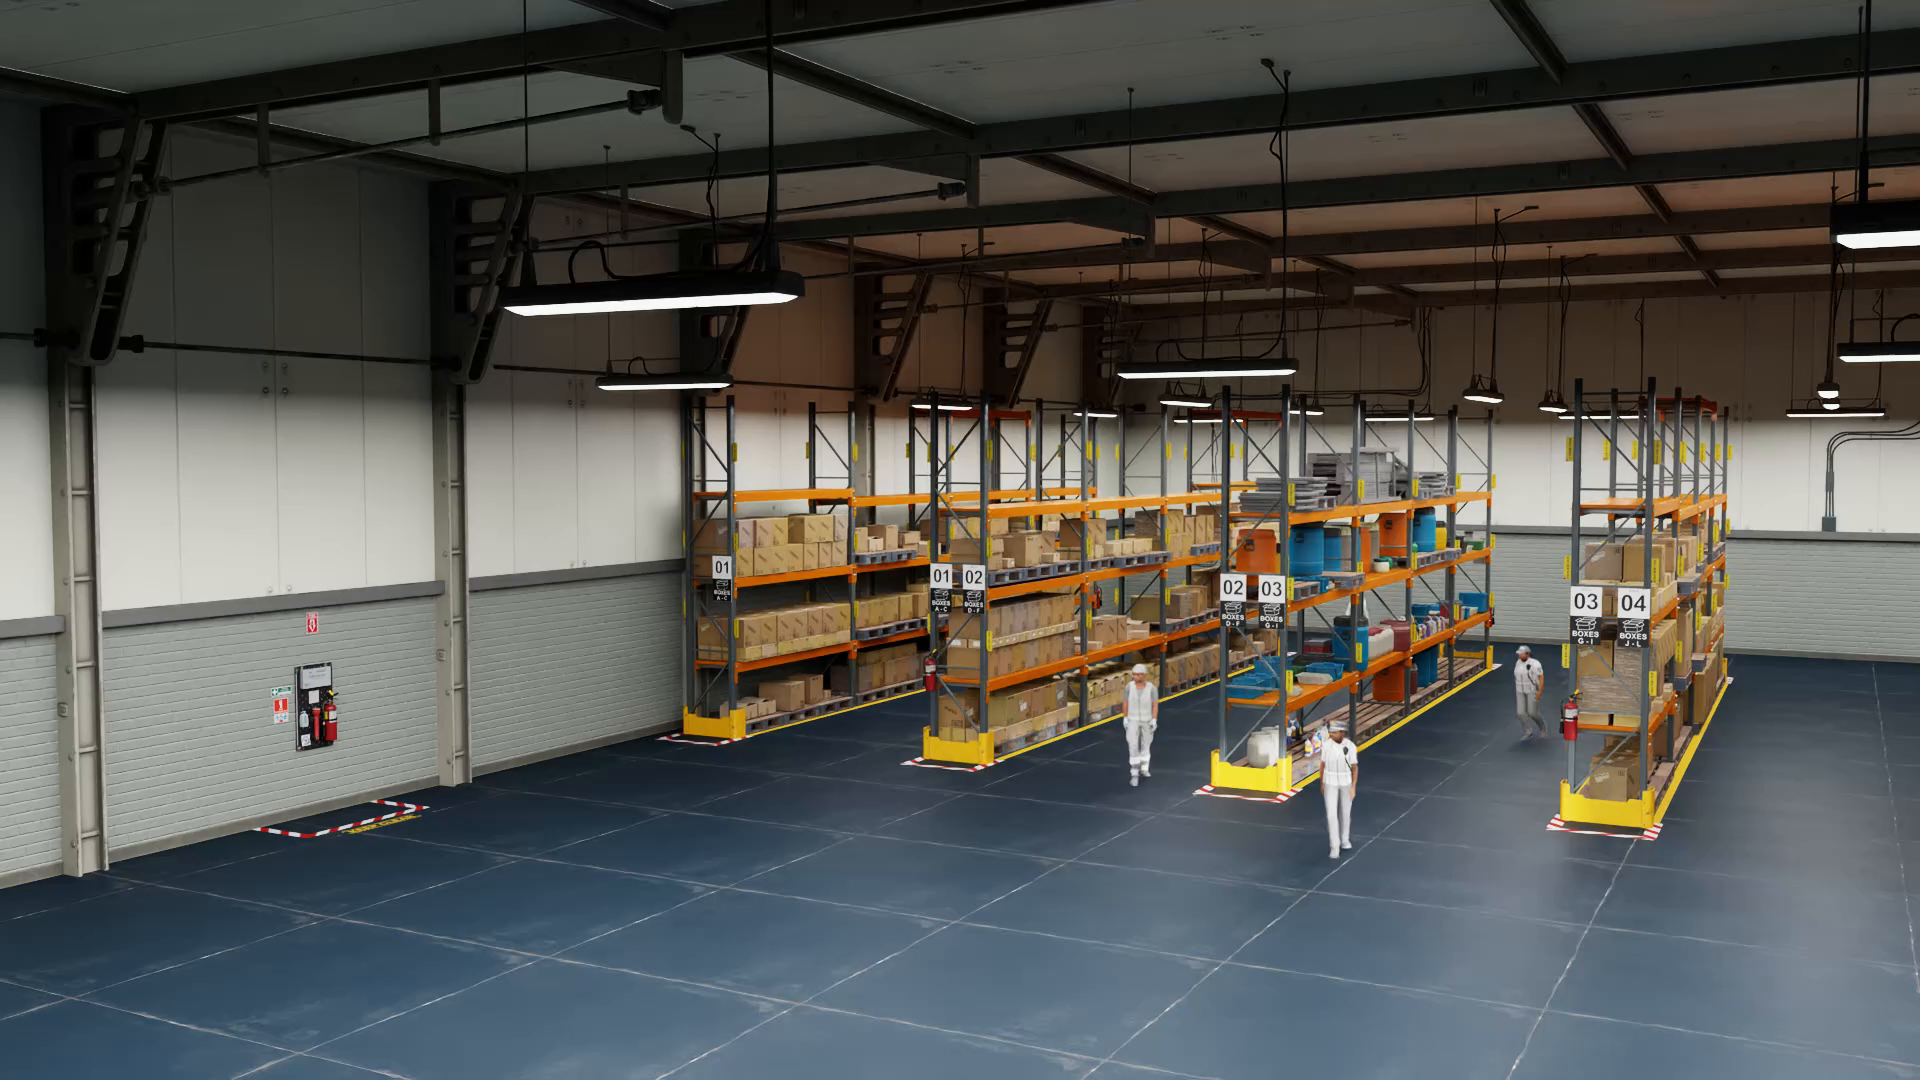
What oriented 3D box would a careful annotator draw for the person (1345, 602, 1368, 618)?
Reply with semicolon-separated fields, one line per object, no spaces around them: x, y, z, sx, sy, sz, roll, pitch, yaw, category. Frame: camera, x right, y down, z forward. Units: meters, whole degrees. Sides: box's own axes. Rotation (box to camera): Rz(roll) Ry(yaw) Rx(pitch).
9.727;2.012;40.868;0.554;1.615;1.034;2;4;32;person

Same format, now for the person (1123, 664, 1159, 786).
2.745;2.776;25.275;0.551;1.773;0.854;0;3;9;person

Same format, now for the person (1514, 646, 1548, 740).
9.944;2.660;29.041;0.535;1.647;0.553;-2;4;-37;person

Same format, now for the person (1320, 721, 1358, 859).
4.734;3.099;20.780;0.475;1.716;0.722;1;3;15;person
